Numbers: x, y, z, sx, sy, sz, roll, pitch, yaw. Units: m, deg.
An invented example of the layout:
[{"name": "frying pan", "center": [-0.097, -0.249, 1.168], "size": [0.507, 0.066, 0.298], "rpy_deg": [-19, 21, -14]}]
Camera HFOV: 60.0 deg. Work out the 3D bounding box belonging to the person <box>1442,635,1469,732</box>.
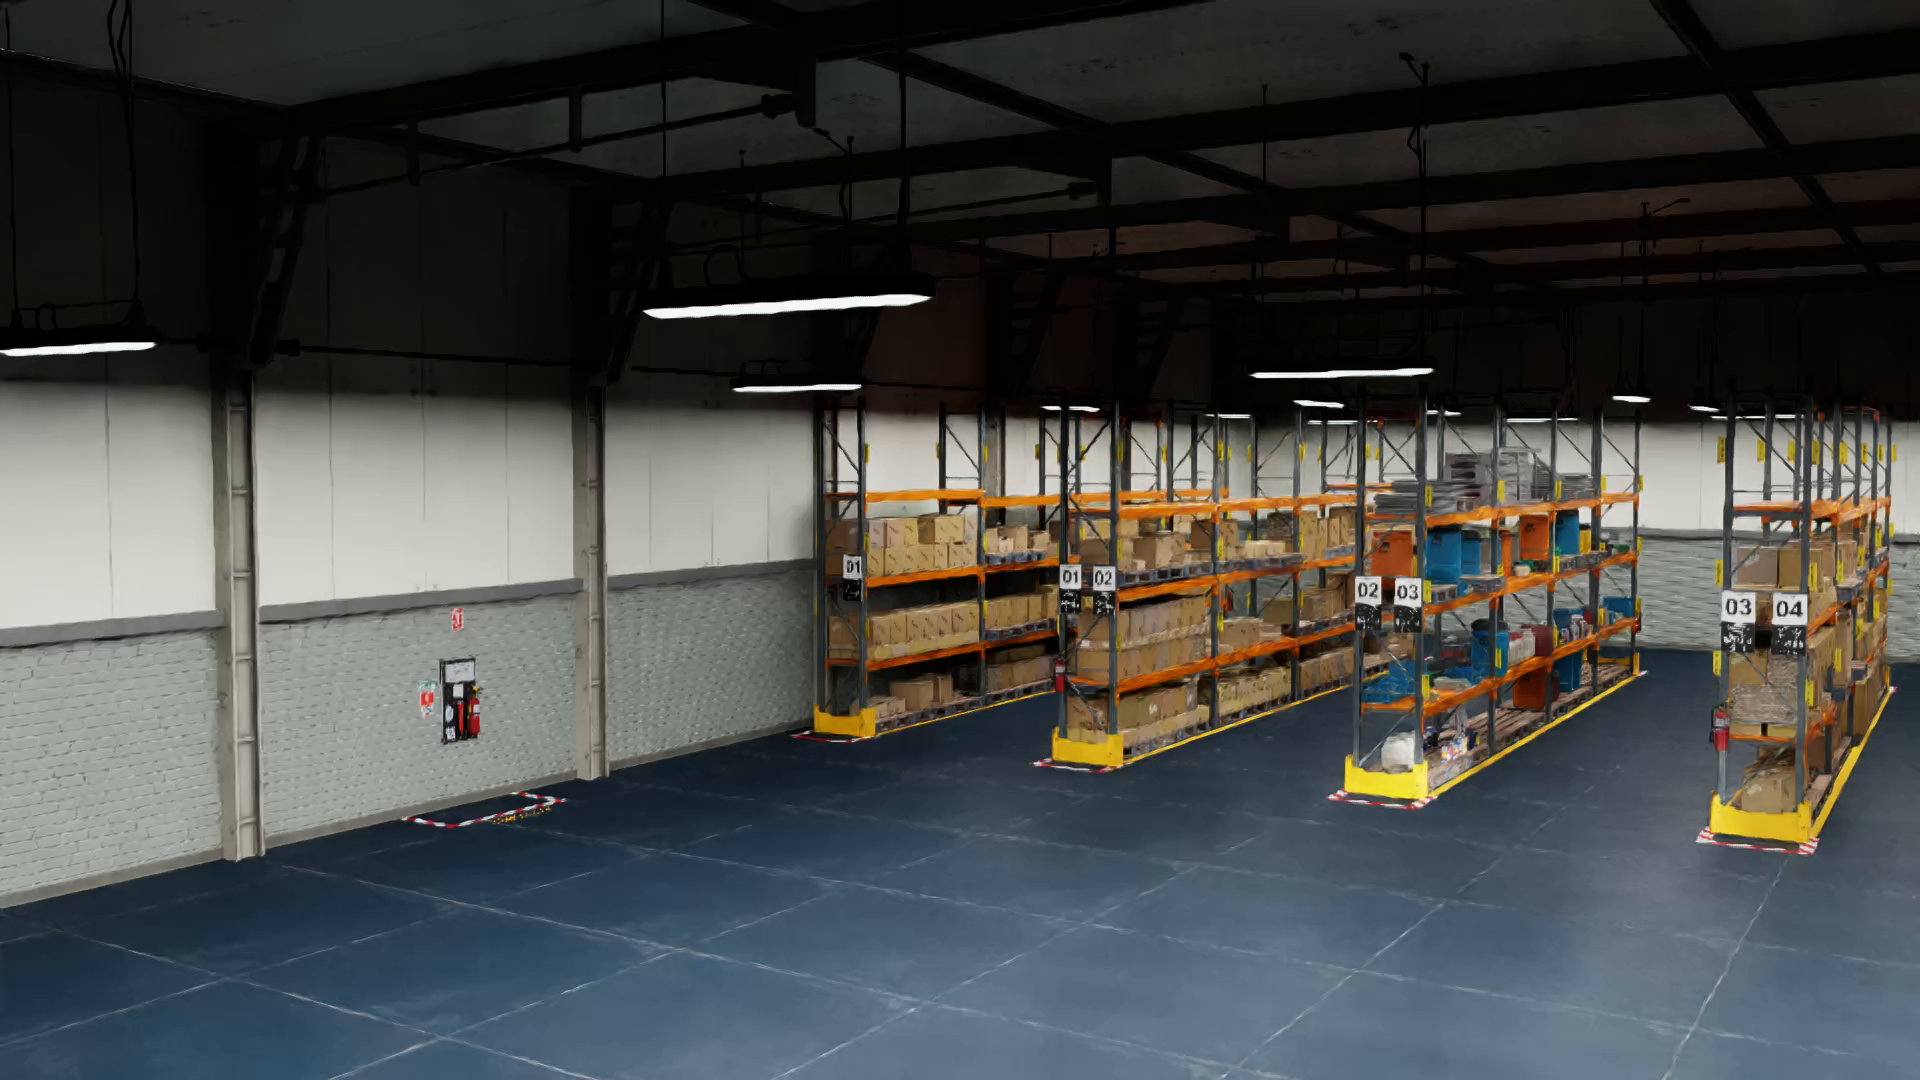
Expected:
[{"name": "person", "center": [8.554, 2.471, 28.715], "size": [0.499, 1.655, 0.558], "rpy_deg": [1, 3, 24]}]
